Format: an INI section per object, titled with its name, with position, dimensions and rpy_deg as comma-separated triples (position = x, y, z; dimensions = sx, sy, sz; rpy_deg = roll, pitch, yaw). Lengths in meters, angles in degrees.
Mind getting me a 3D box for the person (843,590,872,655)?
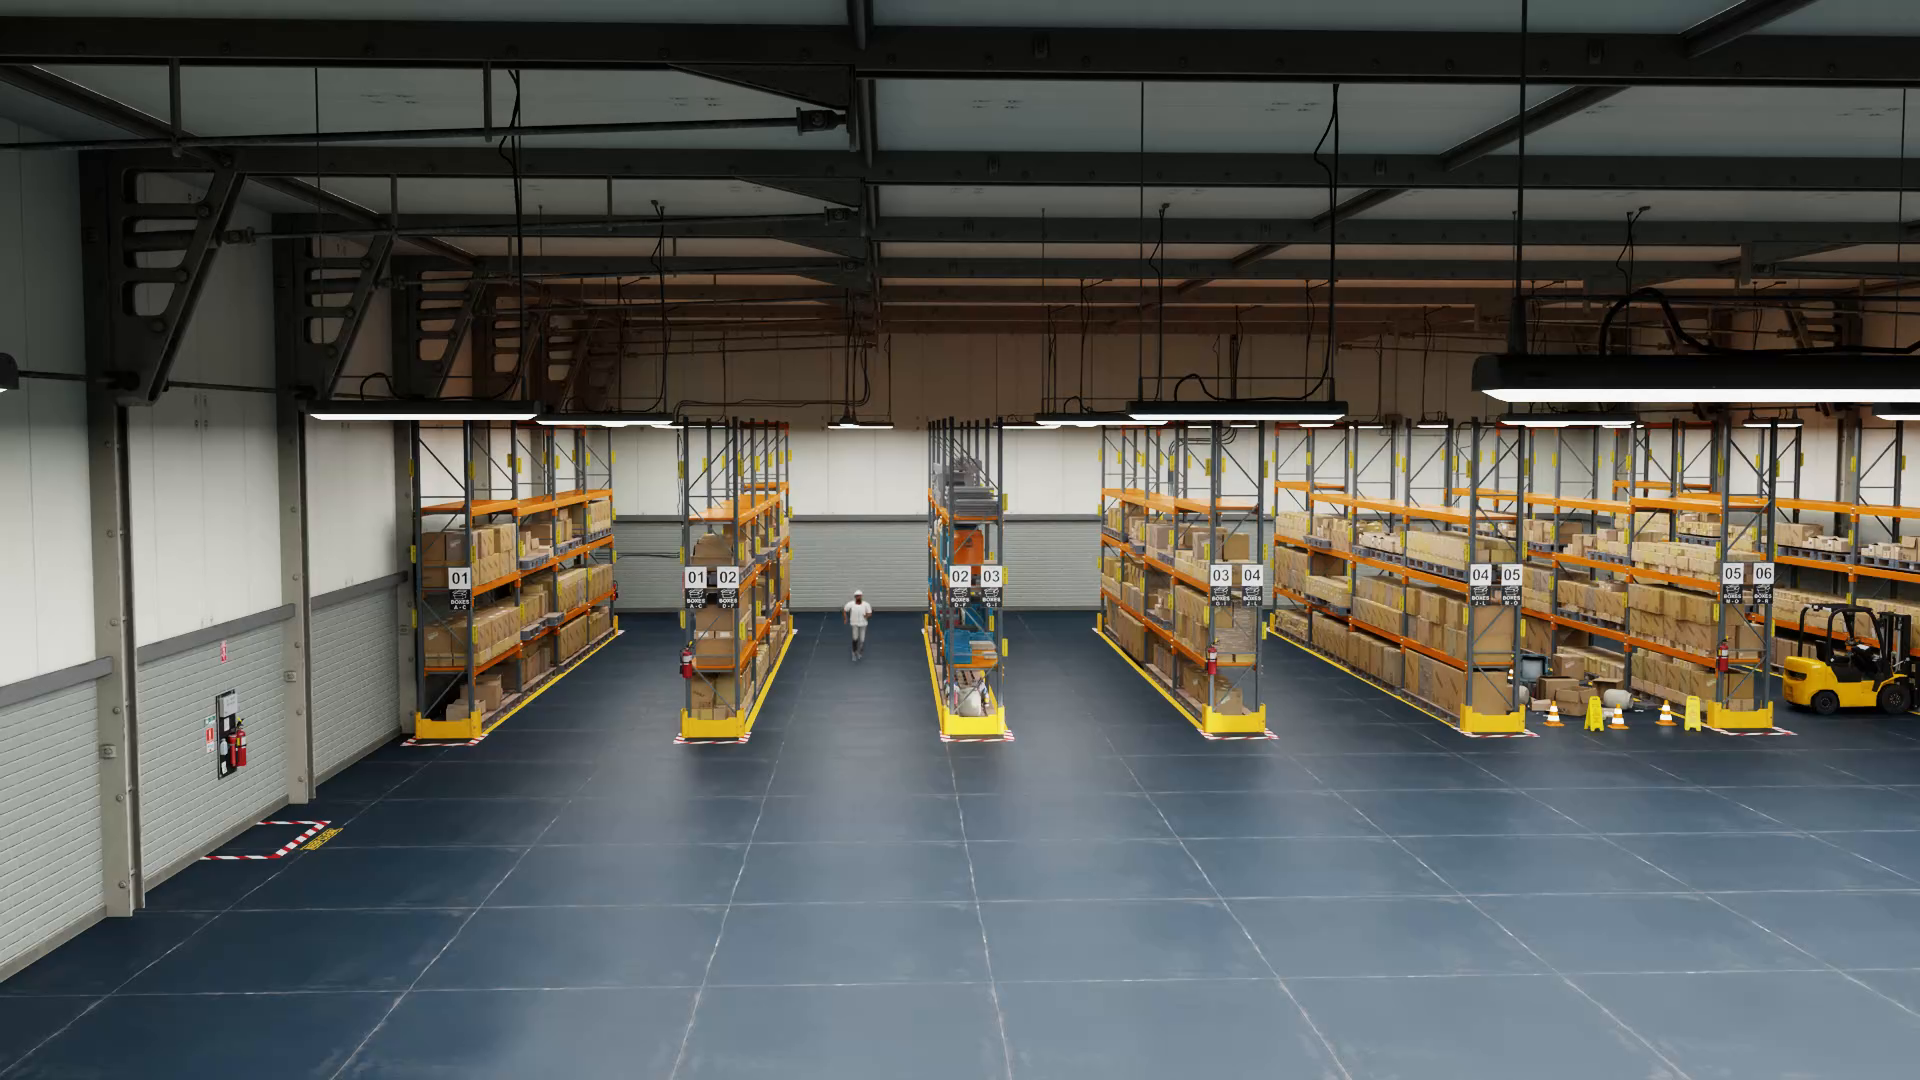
[person]
position = -2.532, 2.078, 41.368
dimensions = 0.693, 1.651, 0.720
rpy_deg = -1, 4, -10
